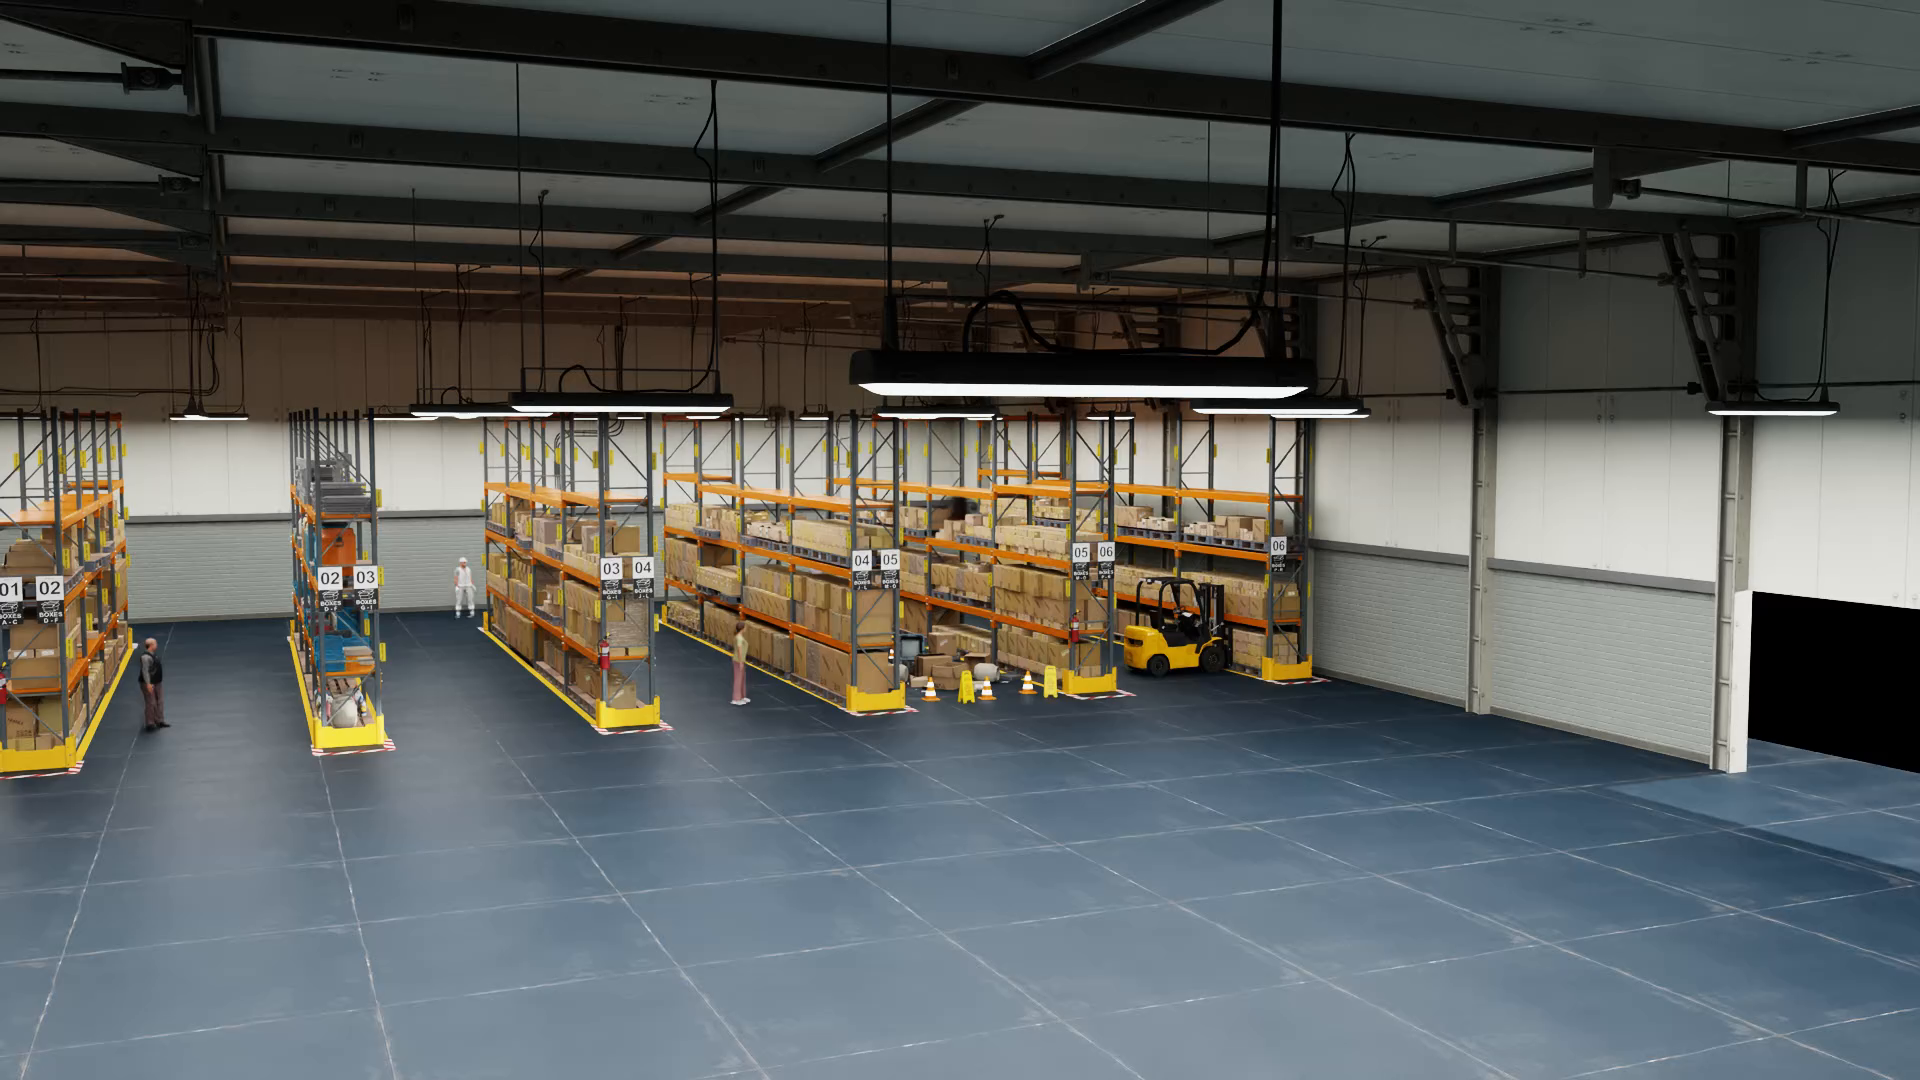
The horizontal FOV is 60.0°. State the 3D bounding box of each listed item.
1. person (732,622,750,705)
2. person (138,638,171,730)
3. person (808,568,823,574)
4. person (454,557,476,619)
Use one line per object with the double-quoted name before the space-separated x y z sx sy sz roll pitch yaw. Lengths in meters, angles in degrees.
"person" -4.484 2.507 33.994 0.375 1.685 0.540 -1 4 -9
"person" -15.137 2.691 31.152 0.427 1.722 0.574 1 4 8
"person" -4.487 1.299 51.846 0.589 1.638 0.533 2 4 25
"person" -14.552 1.404 48.897 0.621 1.787 0.475 -2 4 -25
